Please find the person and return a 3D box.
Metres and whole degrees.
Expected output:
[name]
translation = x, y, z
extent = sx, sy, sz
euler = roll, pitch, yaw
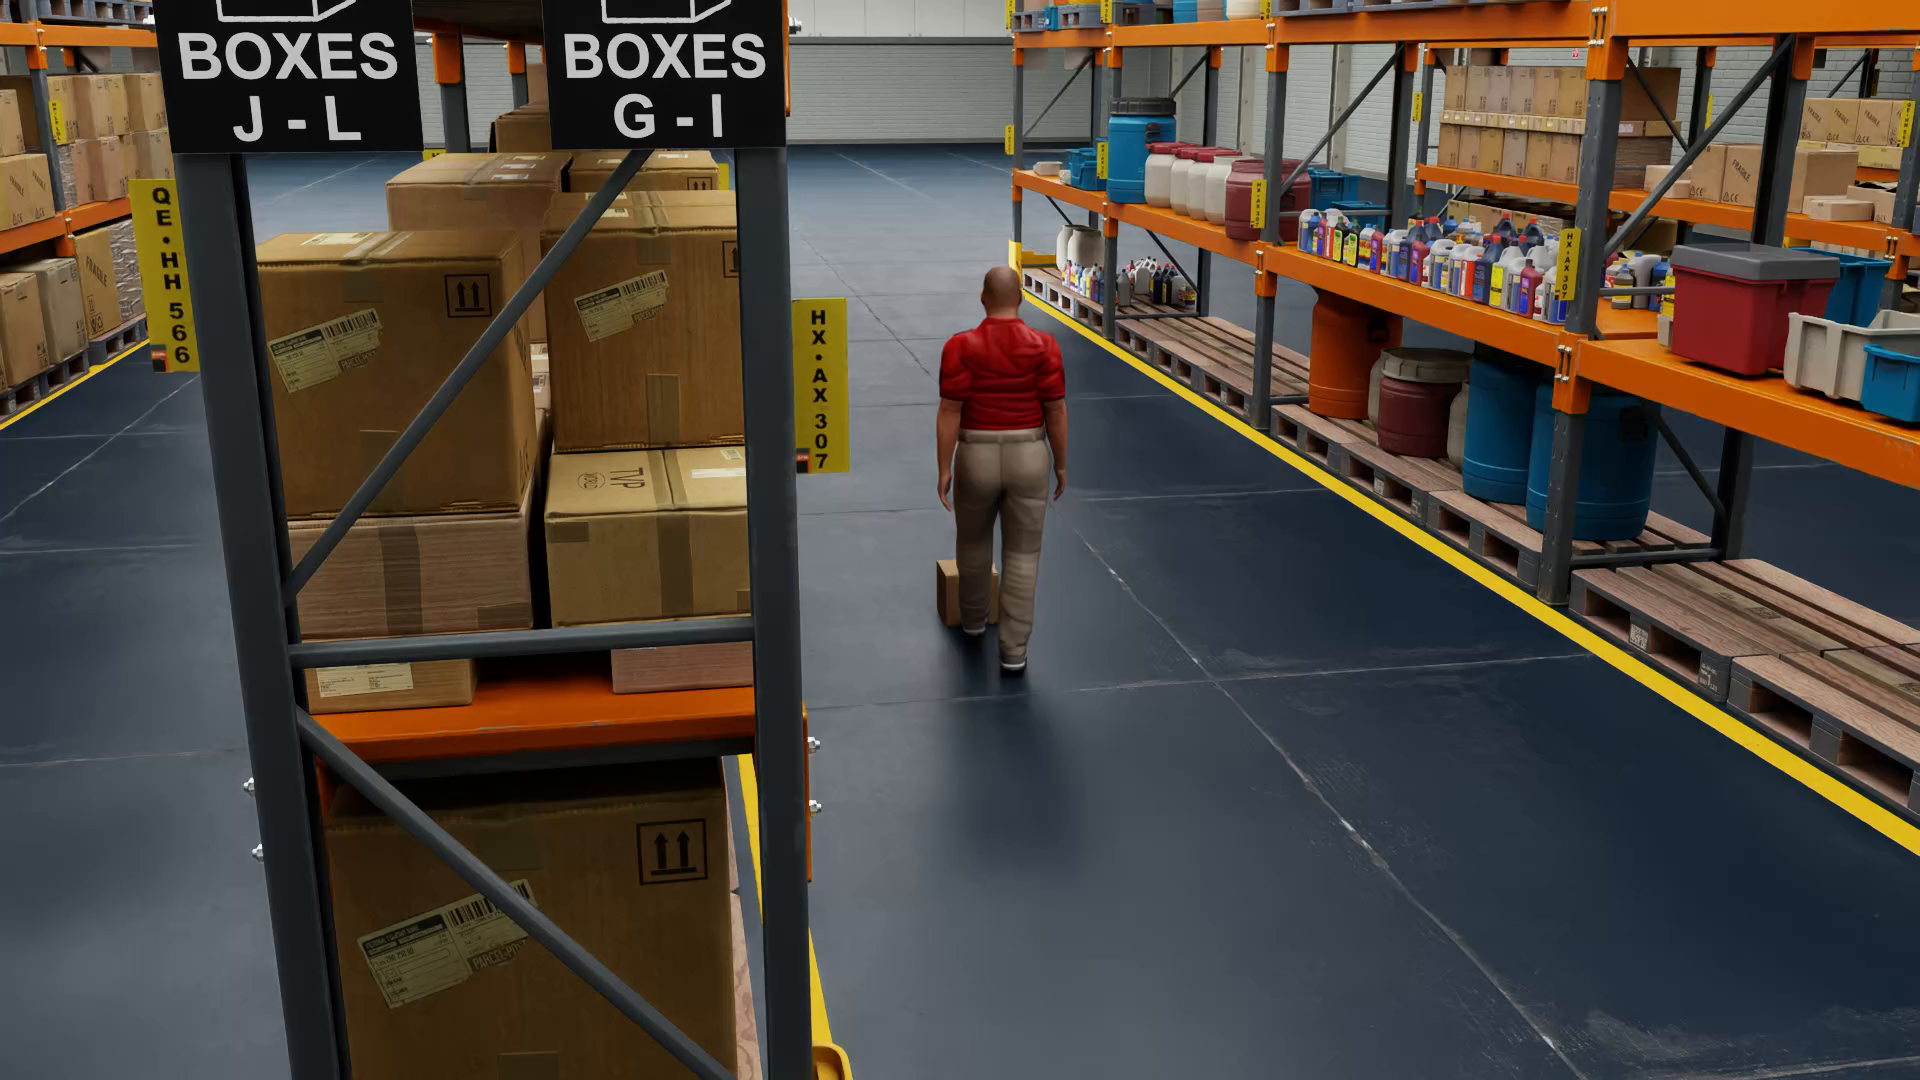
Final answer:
[person]
translation = 0.191, -0.351, 7.237
extent = 0.551, 1.715, 0.732
euler = 1, 16, 3
